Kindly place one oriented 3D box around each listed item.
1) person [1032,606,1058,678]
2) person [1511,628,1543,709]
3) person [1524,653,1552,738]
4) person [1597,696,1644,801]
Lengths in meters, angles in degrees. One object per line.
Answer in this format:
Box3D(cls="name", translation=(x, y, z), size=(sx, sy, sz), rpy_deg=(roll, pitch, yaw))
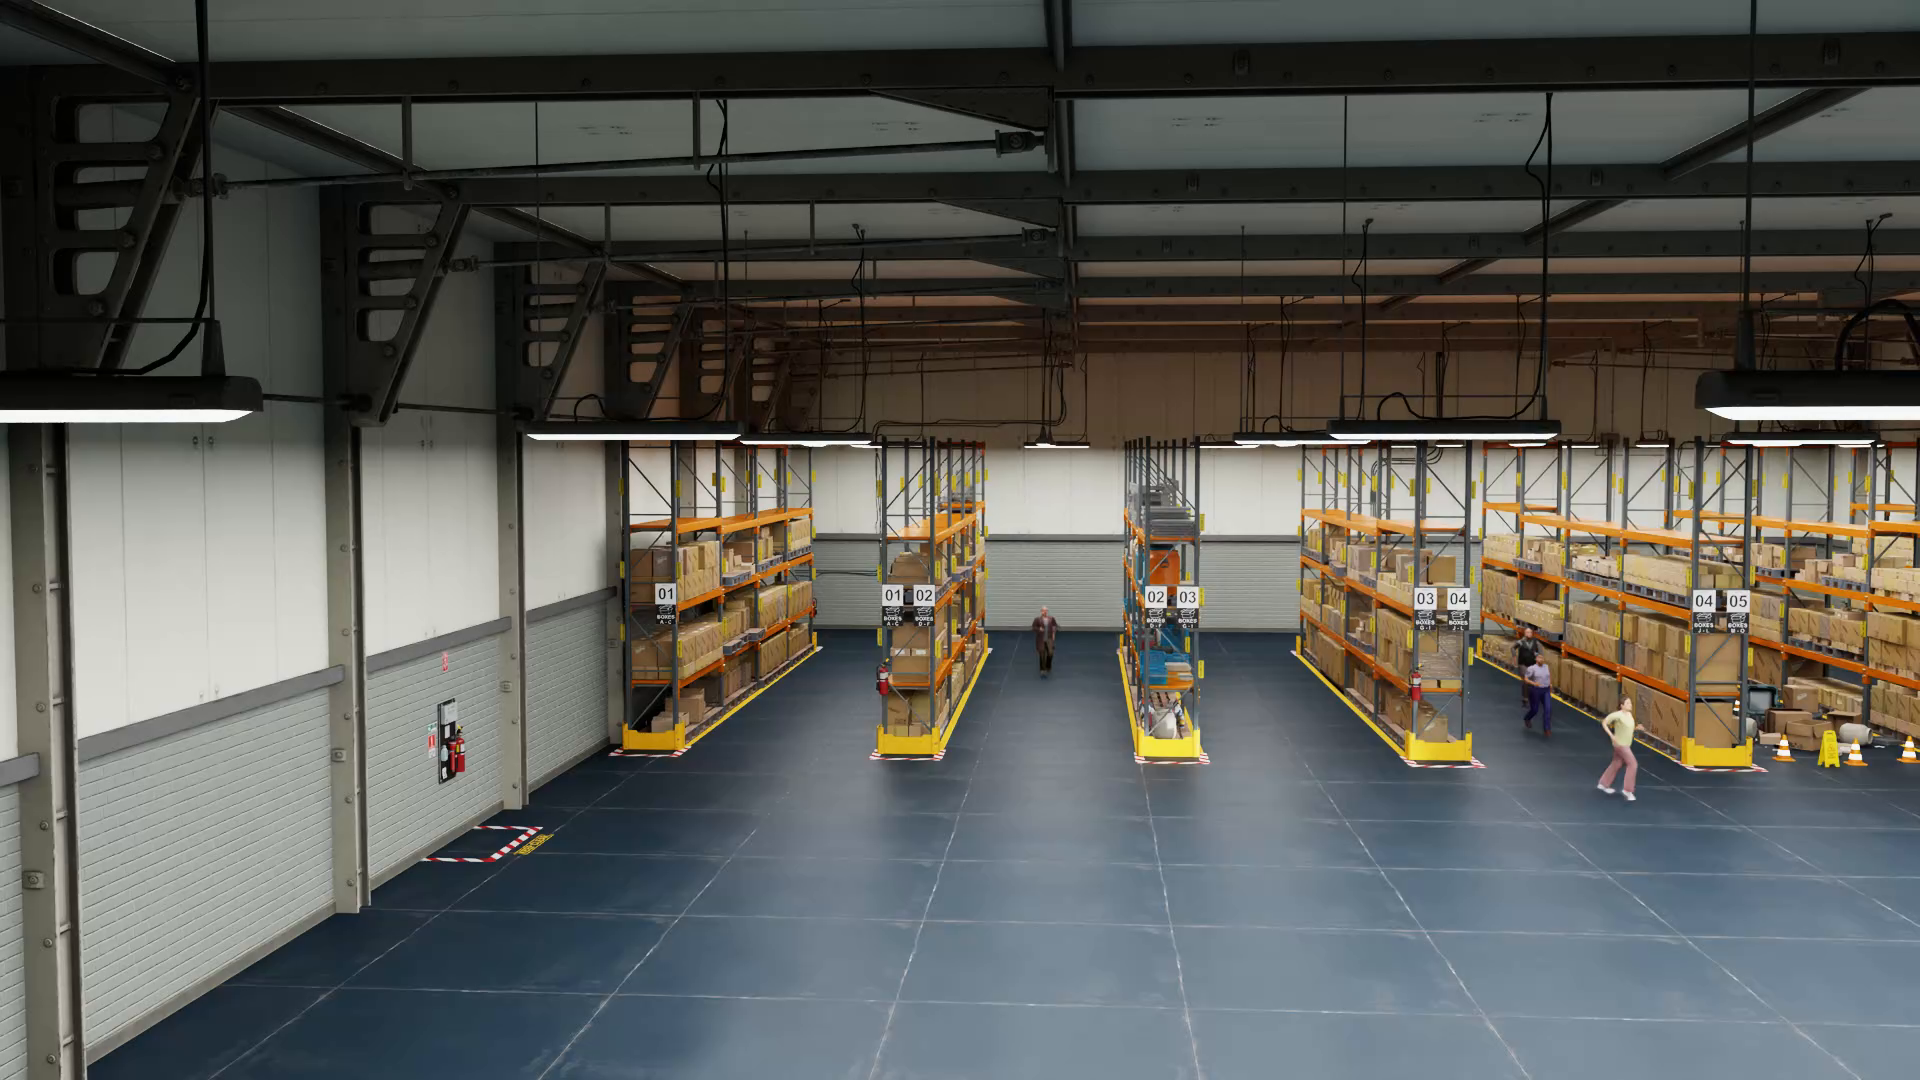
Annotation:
Box3D(cls="person", translation=(2.163, 2.592, 42.142), size=(0.688, 1.814, 0.754), rpy_deg=(0, 3, -4))
Box3D(cls="person", translation=(12.734, 2.868, 37.297), size=(0.630, 1.785, 0.778), rpy_deg=(0, 3, 0))
Box3D(cls="person", translation=(11.725, 3.119, 33.663), size=(0.619, 1.633, 0.931), rpy_deg=(0, 3, -6))
Box3D(cls="person", translation=(10.916, 3.429, 27.476), size=(0.735, 1.730, 0.546), rpy_deg=(3, 4, 43))
